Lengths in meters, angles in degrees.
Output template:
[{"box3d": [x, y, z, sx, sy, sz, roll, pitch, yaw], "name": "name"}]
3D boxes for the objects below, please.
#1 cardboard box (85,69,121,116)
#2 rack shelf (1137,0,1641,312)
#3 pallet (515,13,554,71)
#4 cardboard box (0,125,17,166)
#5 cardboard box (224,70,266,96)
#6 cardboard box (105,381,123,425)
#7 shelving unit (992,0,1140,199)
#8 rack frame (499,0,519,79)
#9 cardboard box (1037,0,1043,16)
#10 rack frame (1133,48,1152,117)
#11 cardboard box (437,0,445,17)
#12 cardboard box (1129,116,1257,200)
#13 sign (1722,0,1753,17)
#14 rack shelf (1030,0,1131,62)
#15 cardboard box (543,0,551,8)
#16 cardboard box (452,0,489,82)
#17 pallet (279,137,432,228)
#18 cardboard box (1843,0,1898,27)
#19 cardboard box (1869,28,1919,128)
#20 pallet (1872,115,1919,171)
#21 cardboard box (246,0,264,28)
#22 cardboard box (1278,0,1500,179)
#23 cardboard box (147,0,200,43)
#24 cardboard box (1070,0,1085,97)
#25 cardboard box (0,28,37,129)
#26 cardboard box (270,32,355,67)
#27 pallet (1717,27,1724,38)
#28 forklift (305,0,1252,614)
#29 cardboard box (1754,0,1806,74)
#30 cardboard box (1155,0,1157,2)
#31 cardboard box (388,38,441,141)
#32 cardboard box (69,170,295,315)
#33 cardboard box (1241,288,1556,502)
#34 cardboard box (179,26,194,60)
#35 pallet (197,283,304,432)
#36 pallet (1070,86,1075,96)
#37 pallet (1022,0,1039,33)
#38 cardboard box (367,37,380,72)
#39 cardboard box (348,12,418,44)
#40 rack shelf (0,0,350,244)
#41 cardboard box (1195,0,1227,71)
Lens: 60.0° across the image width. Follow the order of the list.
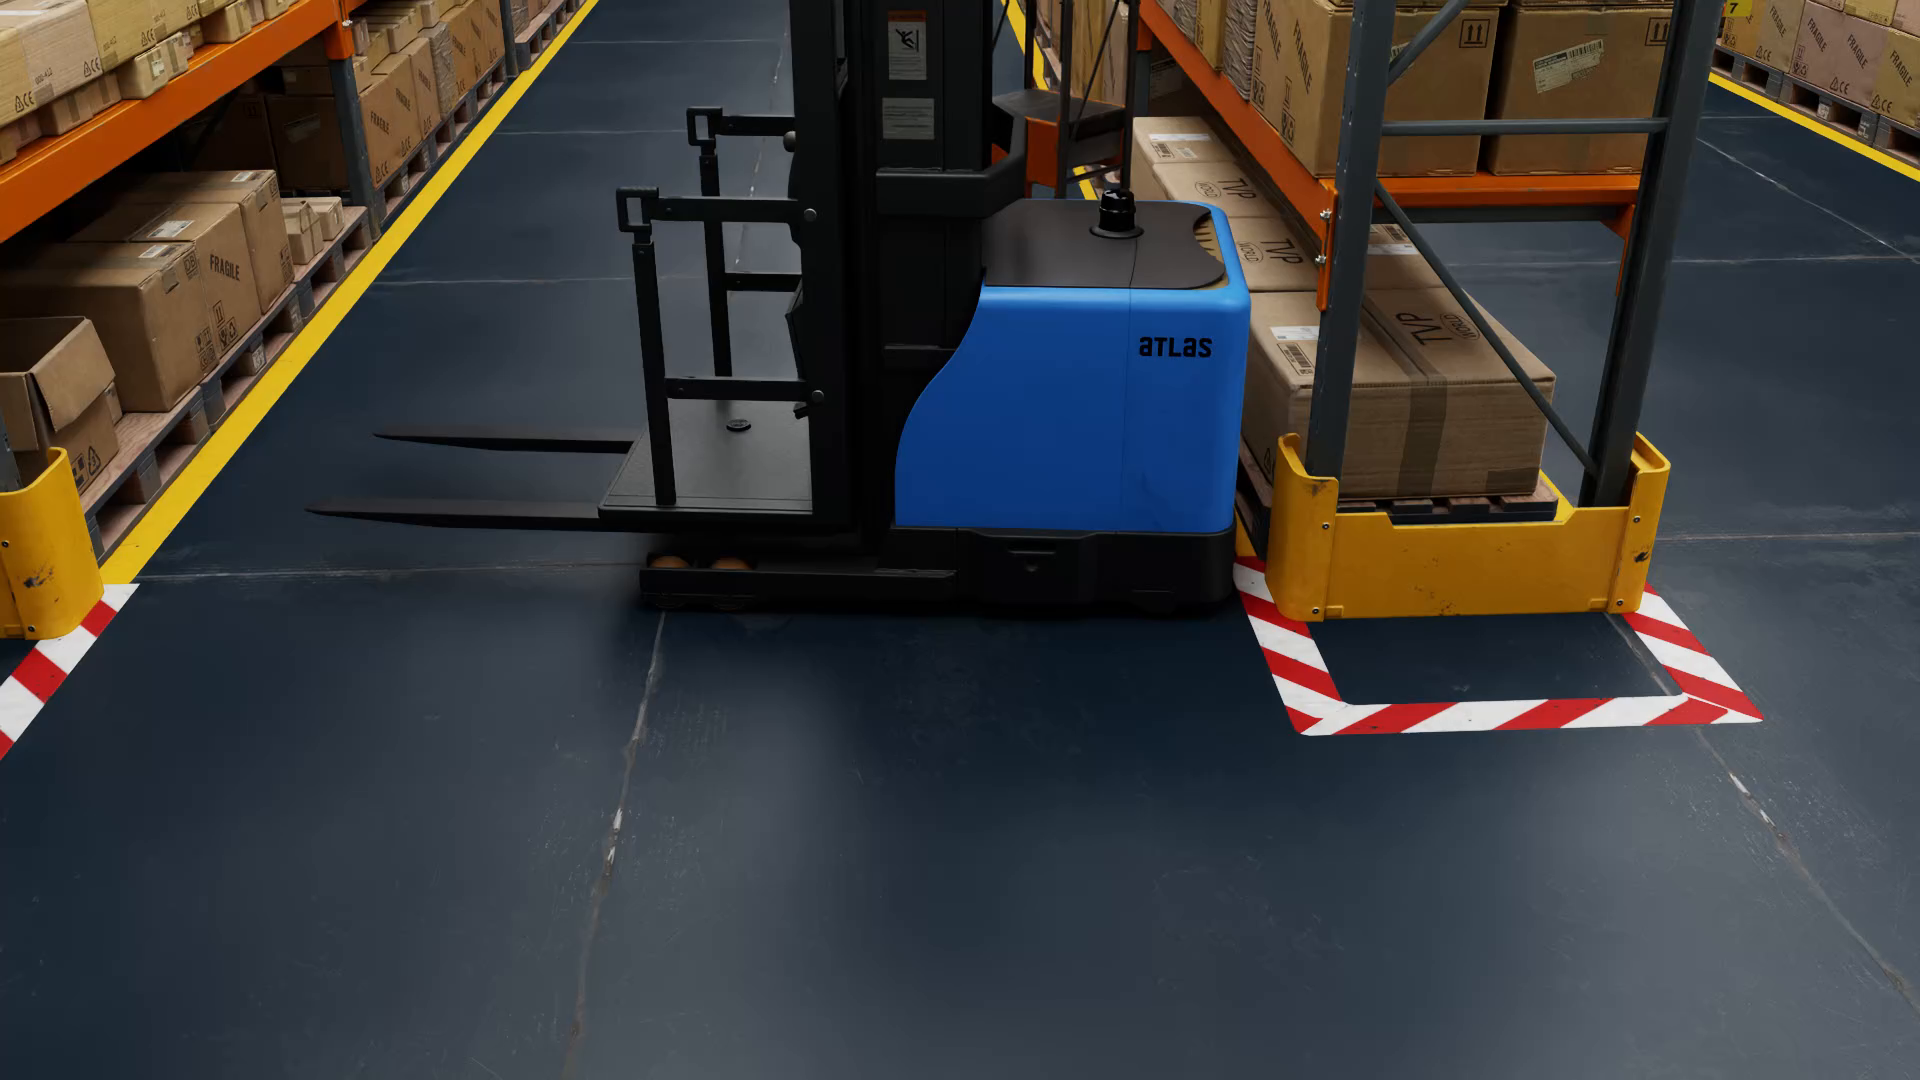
[{"box3d": [-3.183, -1.577, 5.802, 0.380, 0.149, 0.250, -1, 28, -2], "name": "cardboard box"}, {"box3d": [1.492, -1.779, 6.694, 1.077, 0.370, 4.000, -1, 28, -3], "name": "rack shelf"}, {"box3d": [-3.782, -3.892, 12.983, 1.003, 0.211, 1.213, -1, 28, -3], "name": "pallet"}, {"box3d": [-3.163, -1.216, 5.109, 0.380, 0.149, 0.250, -1, 28, -1], "name": "cardboard box"}, {"box3d": [-3.876, -2.428, 8.709, 0.380, 0.149, 0.250, -2, 28, -5], "name": "cardboard box"}, {"box3d": [-3.281, -0.456, 6.010, 0.380, 0.149, 0.250, -2, 28, -5], "name": "cardboard box"}, {"box3d": [0.310, -1.395, 6.149, 0.503, 2.100, 0.431, 24, 35, 38], "name": "shelving unit"}, {"box3d": [-3.778, -4.747, 11.608, 1.000, 3.000, 0.127, -1, 28, -3], "name": "rack frame"}, {"box3d": [1.113, -4.491, 13.505, 0.950, 0.372, 0.625, -2, 28, -4], "name": "cardboard box"}, {"box3d": [1.388, -3.021, 8.299, 1.000, 3.000, 0.127, -1, 28, -3], "name": "rack frame"}, {"box3d": [-3.502, -3.404, 10.581, 0.380, 0.149, 0.250, -2, 28, -3], "name": "cardboard box"}, {"box3d": [1.313, -1.779, 8.233, 0.875, 0.438, 0.875, -2, 28, -3], "name": "cardboard box"}, {"box3d": [2.151, -1.603, 4.559, 0.100, 0.325, 0.005, -1, 28, -3], "name": "sign"}, {"box3d": [0.315, -2.006, 5.835, 0.480, 0.518, 0.431, 24, 35, 38], "name": "rack shelf"}, {"box3d": [-3.874, -4.781, 13.787, 0.875, 0.625, 0.625, -2, 28, -5], "name": "cardboard box"}, {"box3d": [-3.525, -3.403, 11.280, 0.500, 0.500, 0.500, -2, 28, -3], "name": "cardboard box"}, {"box3d": [-3.649, -2.038, 9.429, 1.003, 0.211, 1.213, -1, 28, -3], "name": "pallet"}, {"box3d": [5.979, -3.417, 10.496, 0.500, 0.250, 0.500, -3, 28, -5], "name": "cardboard box"}, {"box3d": [6.009, -2.838, 10.196, 0.500, 0.500, 0.500, -2, 28, -4], "name": "cardboard box"}, {"box3d": [6.284, -2.310, 9.952, 1.003, 0.211, 1.213, -1, 28, -3], "name": "pallet"}, {"box3d": [-3.240, -2.286, 7.161, 0.380, 0.149, 0.250, -1, 28, -1], "name": "cardboard box"}, {"box3d": [1.307, -1.435, 5.149, 0.500, 0.500, 0.500, -1, 28, -2], "name": "cardboard box"}, {"box3d": [-3.219, -2.036, 6.251, 0.500, 0.250, 0.500, -2, 28, -4], "name": "cardboard box"}, {"box3d": [1.174, -3.380, 10.829, 0.875, 0.875, 0.875, -1, 28, -2], "name": "cardboard box"}, {"box3d": [-3.115, -1.334, 4.904, 0.500, 0.250, 0.500, -1, 28, -2], "name": "cardboard box"}, {"box3d": [-3.383, -2.568, 8.655, 0.380, 0.149, 0.250, -2, 28, -4], "name": "cardboard box"}, {"box3d": [6.151, -4.164, 13.506, 1.003, 0.211, 1.213, -1, 28, -3], "name": "pallet"}, {"box3d": [-0.624, -1.316, 5.104, 3.031, 2.935, 1.130, 2, 28, 3], "name": "forklift"}, {"box3d": [5.929, -3.548, 11.557, 0.500, 0.500, 0.500, -1, 28, -2], "name": "cardboard box"}, {"box3d": [1.151, -2.842, 7.848, 0.500, 0.500, 0.500, -1, 28, -1], "name": "cardboard box"}, {"box3d": [-3.429, -2.683, 9.899, 0.500, 0.500, 0.500, -2, 28, -4], "name": "cardboard box"}, {"box3d": [-3.357, -1.290, 7.229, 0.700, 0.500, 0.500, -2, 28, -5], "name": "cardboard box"}, {"box3d": [1.462, -0.526, 5.832, 0.875, 0.438, 0.875, -2, 28, -4], "name": "cardboard box"}, {"box3d": [-3.237, -1.934, 6.486, 0.380, 0.149, 0.250, -1, 28, -3], "name": "cardboard box"}, {"box3d": [-3.467, -0.781, 7.020, 1.003, 0.211, 1.213, -1, 28, -3], "name": "pallet"}, {"box3d": [1.205, -2.704, 10.706, 1.003, 0.211, 1.213, -1, 28, -3], "name": "pallet"}, {"box3d": [1.079, -4.555, 14.255, 1.003, 0.211, 1.213, -1, 28, -3], "name": "pallet"}, {"box3d": [-3.439, -2.681, 9.195, 0.380, 0.149, 0.250, -3, 28, -5], "name": "cardboard box"}, {"box3d": [-3.453, -3.039, 9.880, 0.380, 0.149, 0.250, 0, 28, -1], "name": "cardboard box"}, {"box3d": [-3.465, -1.657, 6.461, 1.077, 0.370, 4.000, -1, 28, -3], "name": "rack shelf"}, {"box3d": [1.219, -2.142, 6.506, 0.500, 0.500, 0.500, -1, 28, -1], "name": "cardboard box"}]
